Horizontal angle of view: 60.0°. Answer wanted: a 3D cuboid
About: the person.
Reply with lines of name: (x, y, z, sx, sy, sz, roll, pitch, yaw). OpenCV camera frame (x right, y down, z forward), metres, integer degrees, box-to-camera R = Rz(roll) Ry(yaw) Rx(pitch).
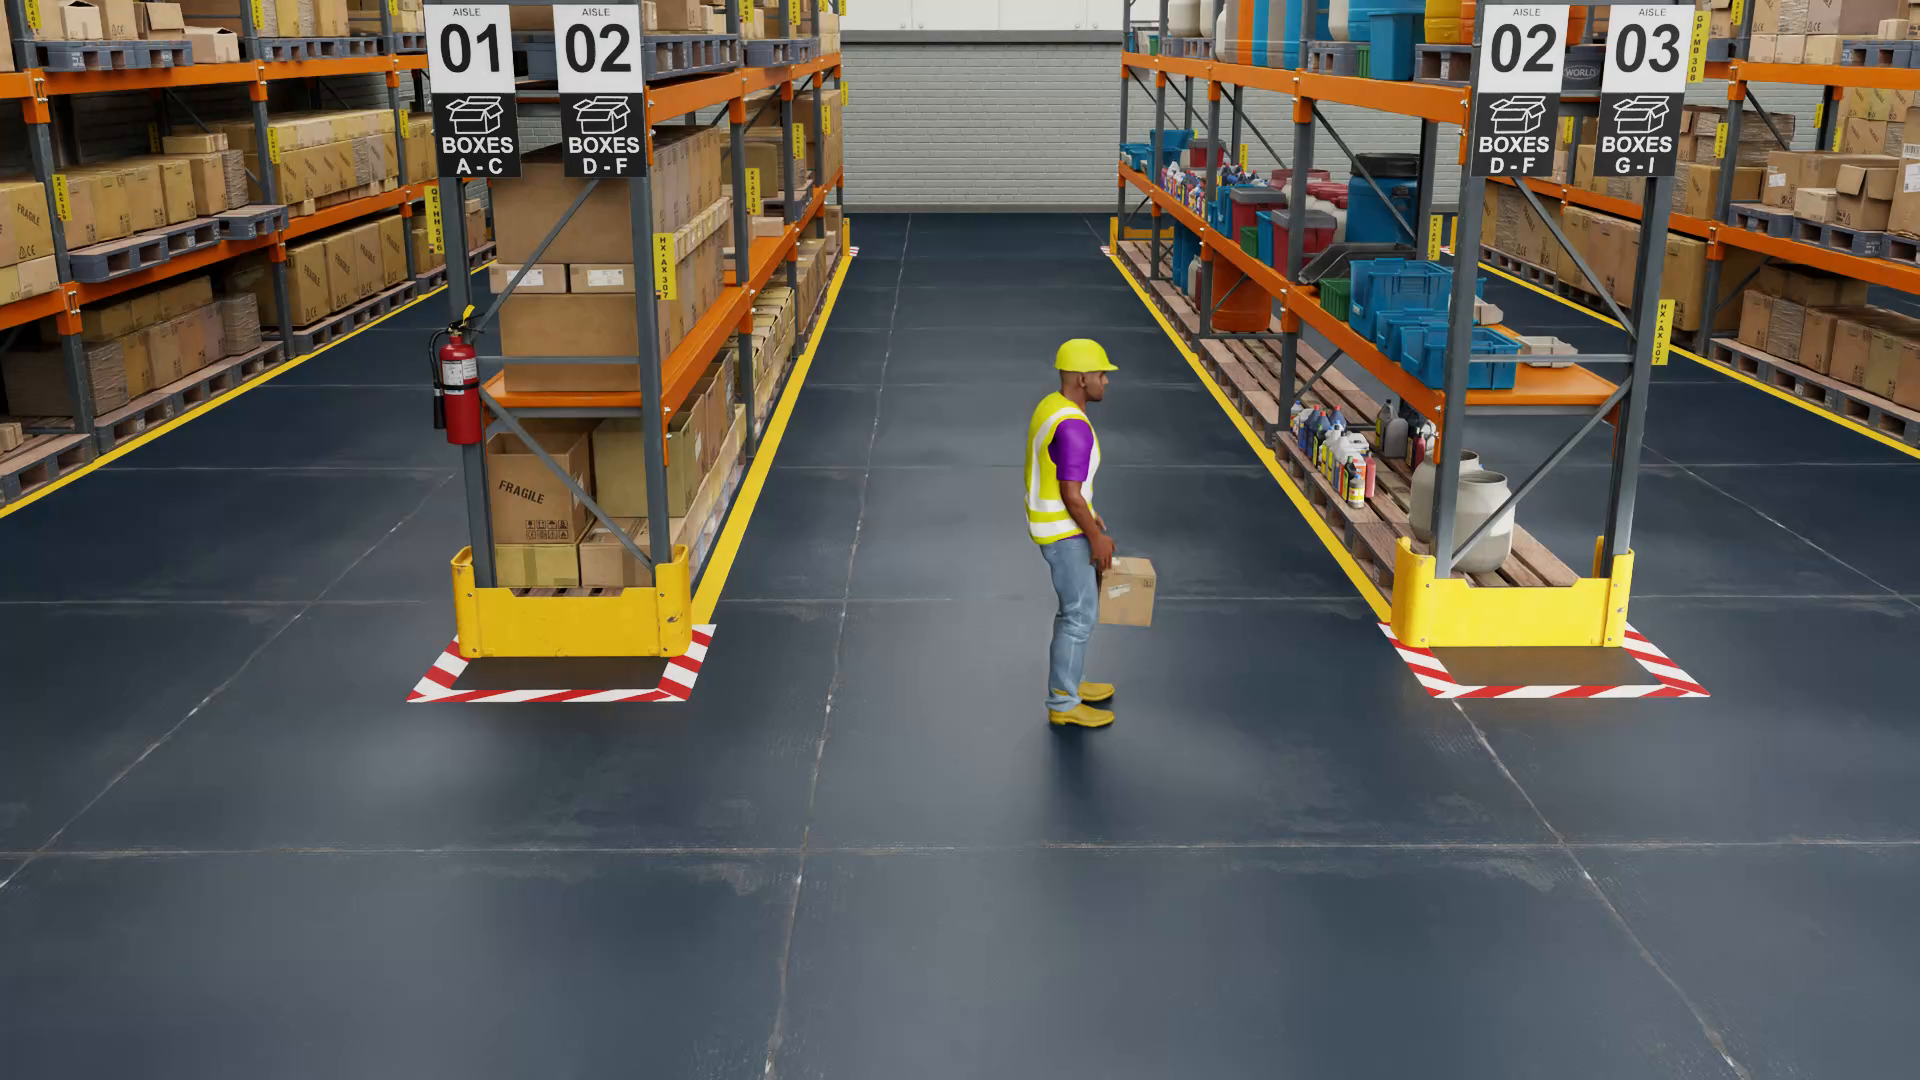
person: (0.523, -0.049, 7.664, 0.457, 1.766, 0.586, -1, 17, -2)
